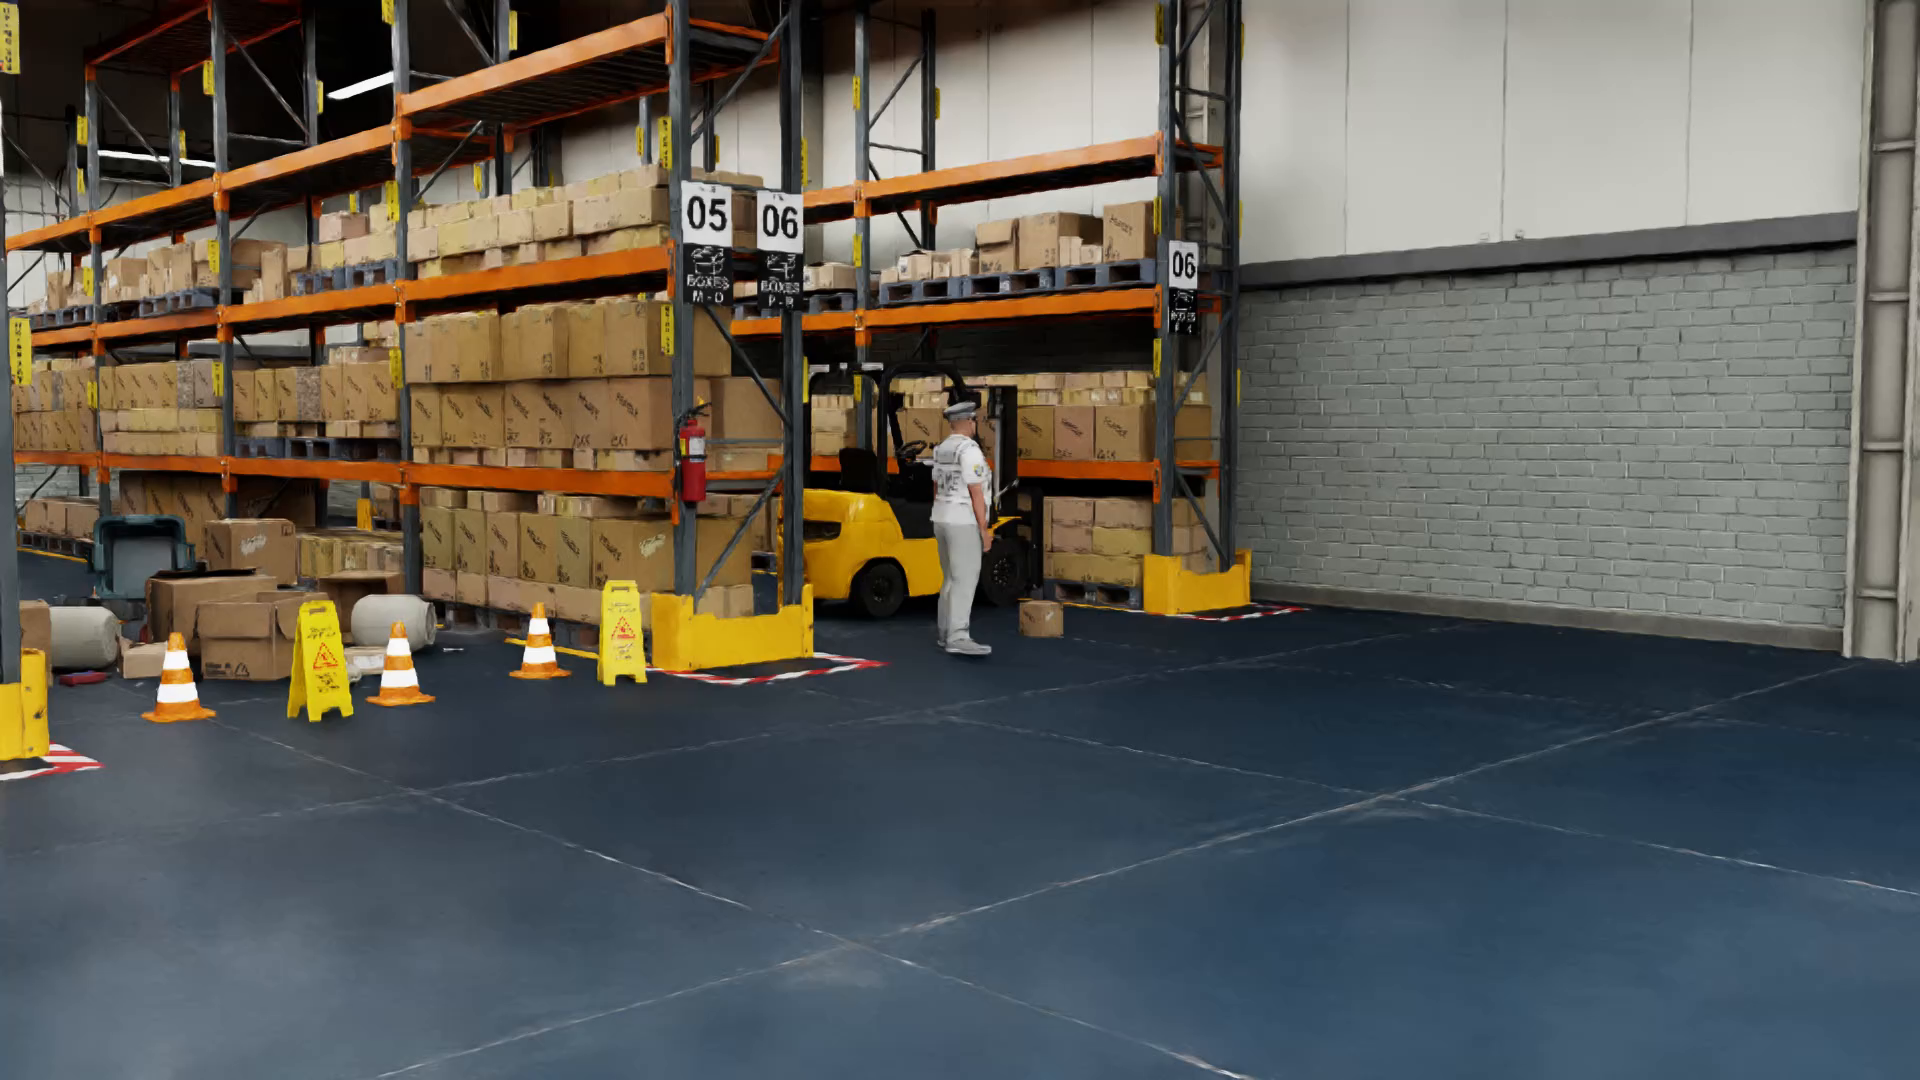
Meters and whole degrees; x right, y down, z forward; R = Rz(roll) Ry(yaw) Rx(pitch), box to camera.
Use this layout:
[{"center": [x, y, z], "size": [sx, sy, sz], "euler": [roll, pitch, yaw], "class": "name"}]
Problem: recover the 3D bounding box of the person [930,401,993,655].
[{"center": [0.016, -0.093, 11.757], "size": [0.406, 1.771, 0.622], "euler": [-2, 4, -26], "class": "person"}]
